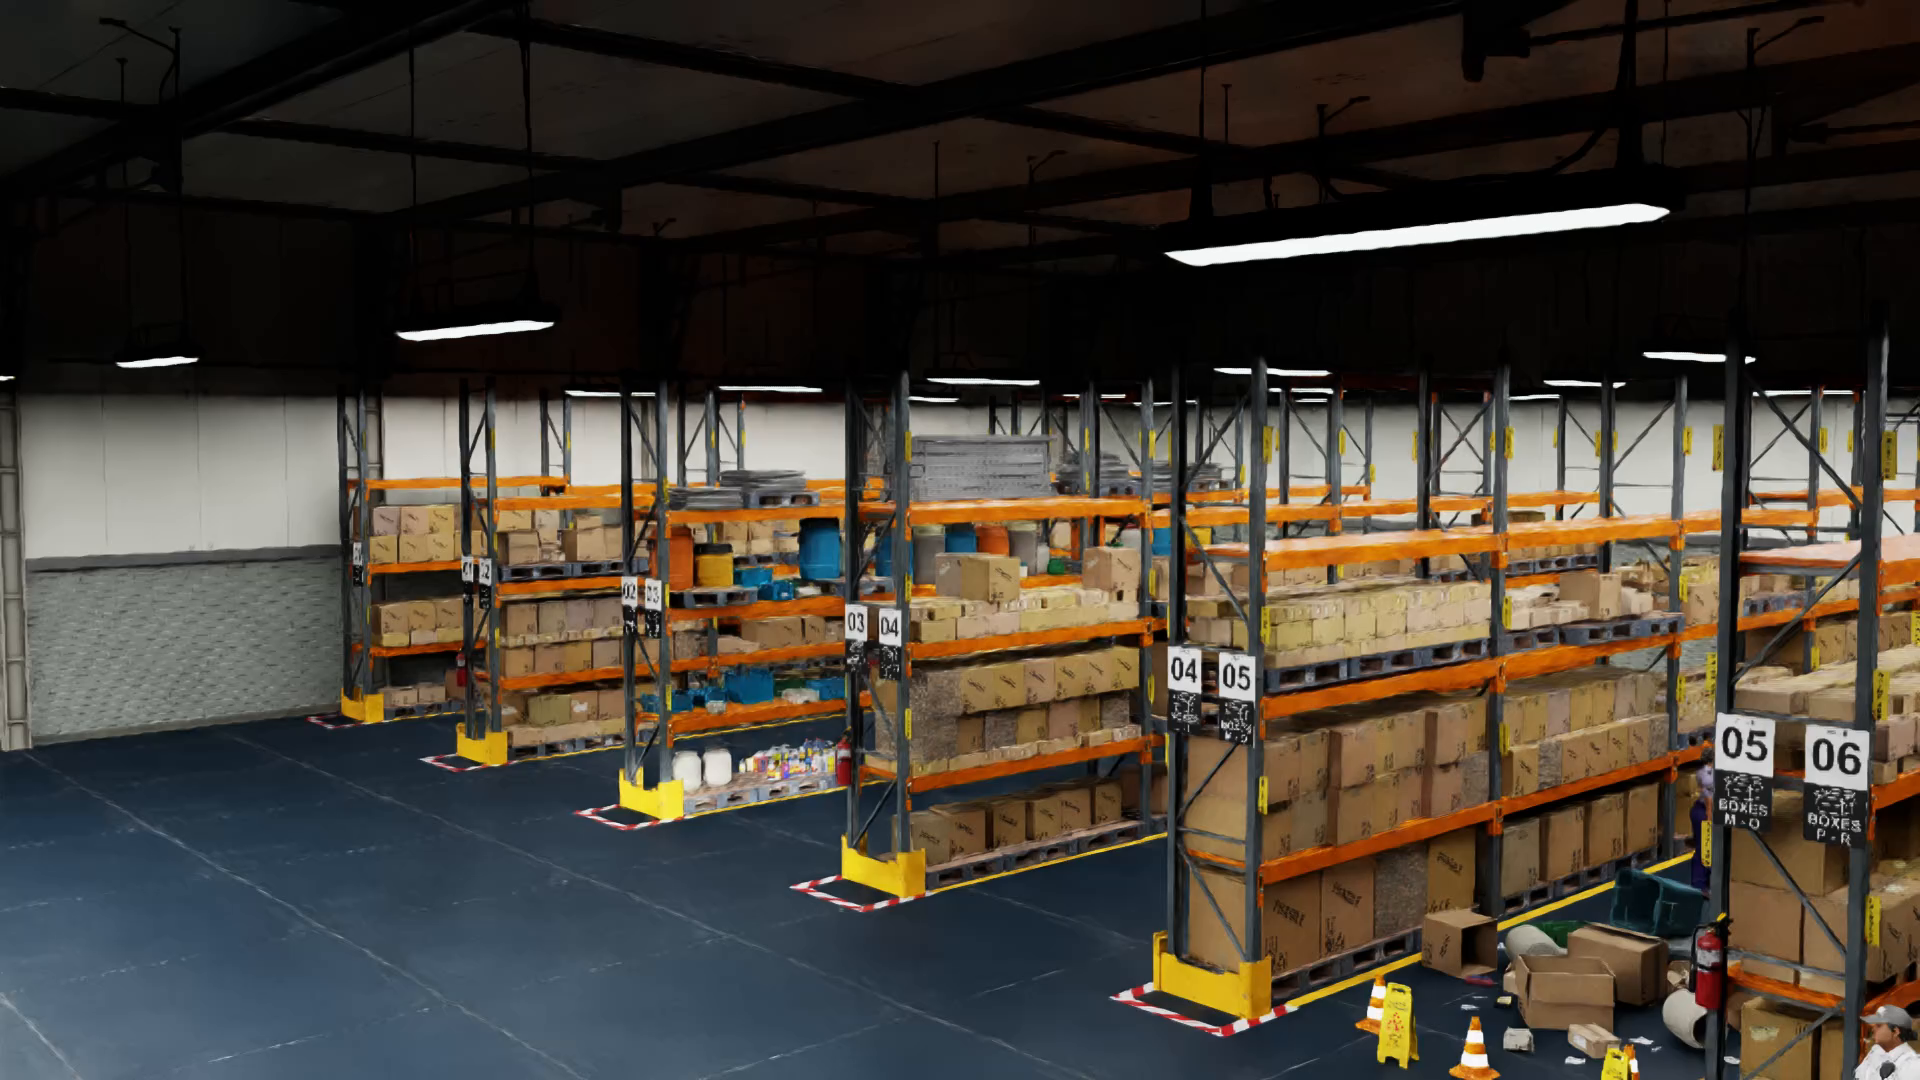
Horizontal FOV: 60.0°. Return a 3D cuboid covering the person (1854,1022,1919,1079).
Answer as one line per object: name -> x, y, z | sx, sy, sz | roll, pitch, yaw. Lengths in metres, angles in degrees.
person -> 5.733, 3.375, 10.197 | 0.395, 0.983, 0.539 | 0, 4, -4

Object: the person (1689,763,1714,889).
person -> 8.328, 3.174, 18.510 | 0.349, 1.387, 0.498 | 1, 4, 18

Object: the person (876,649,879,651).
person -> -1.562, 1.980, 36.033 | 0.798, 1.529, 0.500 | -4, 5, -43
